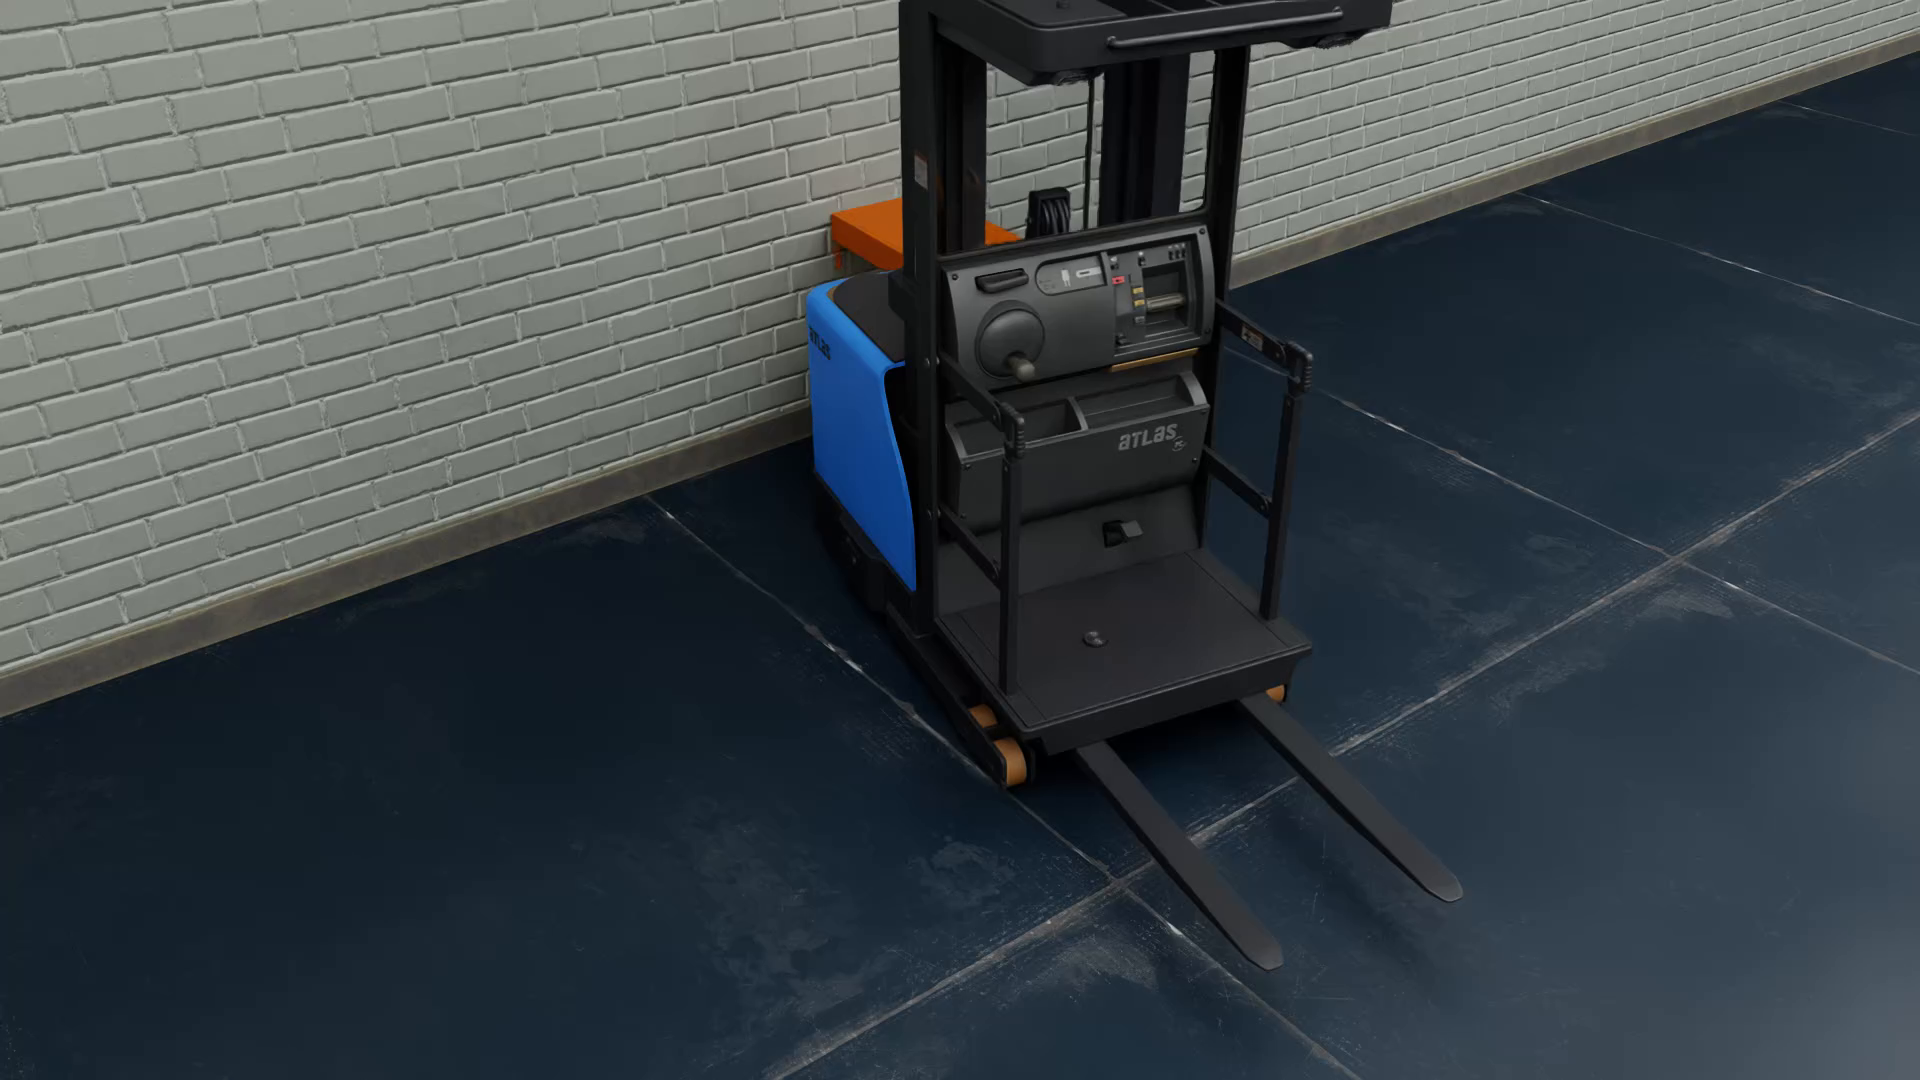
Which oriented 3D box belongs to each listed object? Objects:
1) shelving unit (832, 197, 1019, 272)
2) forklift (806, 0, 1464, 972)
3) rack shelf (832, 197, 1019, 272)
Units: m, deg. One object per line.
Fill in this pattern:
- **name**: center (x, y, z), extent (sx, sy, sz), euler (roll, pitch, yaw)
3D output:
- **shelving unit**: center (-0.074, -0.909, 7.080), extent (0.538, 1.125, 1.048), euler (-19, 36, -28)
- **forklift**: center (0.485, -0.697, 5.094), extent (1.130, 2.935, 3.031), euler (-14, 34, -21)
- **rack shelf**: center (-0.076, -1.159, 6.929), extent (0.538, 0.278, 1.000), euler (-19, 36, -28)
